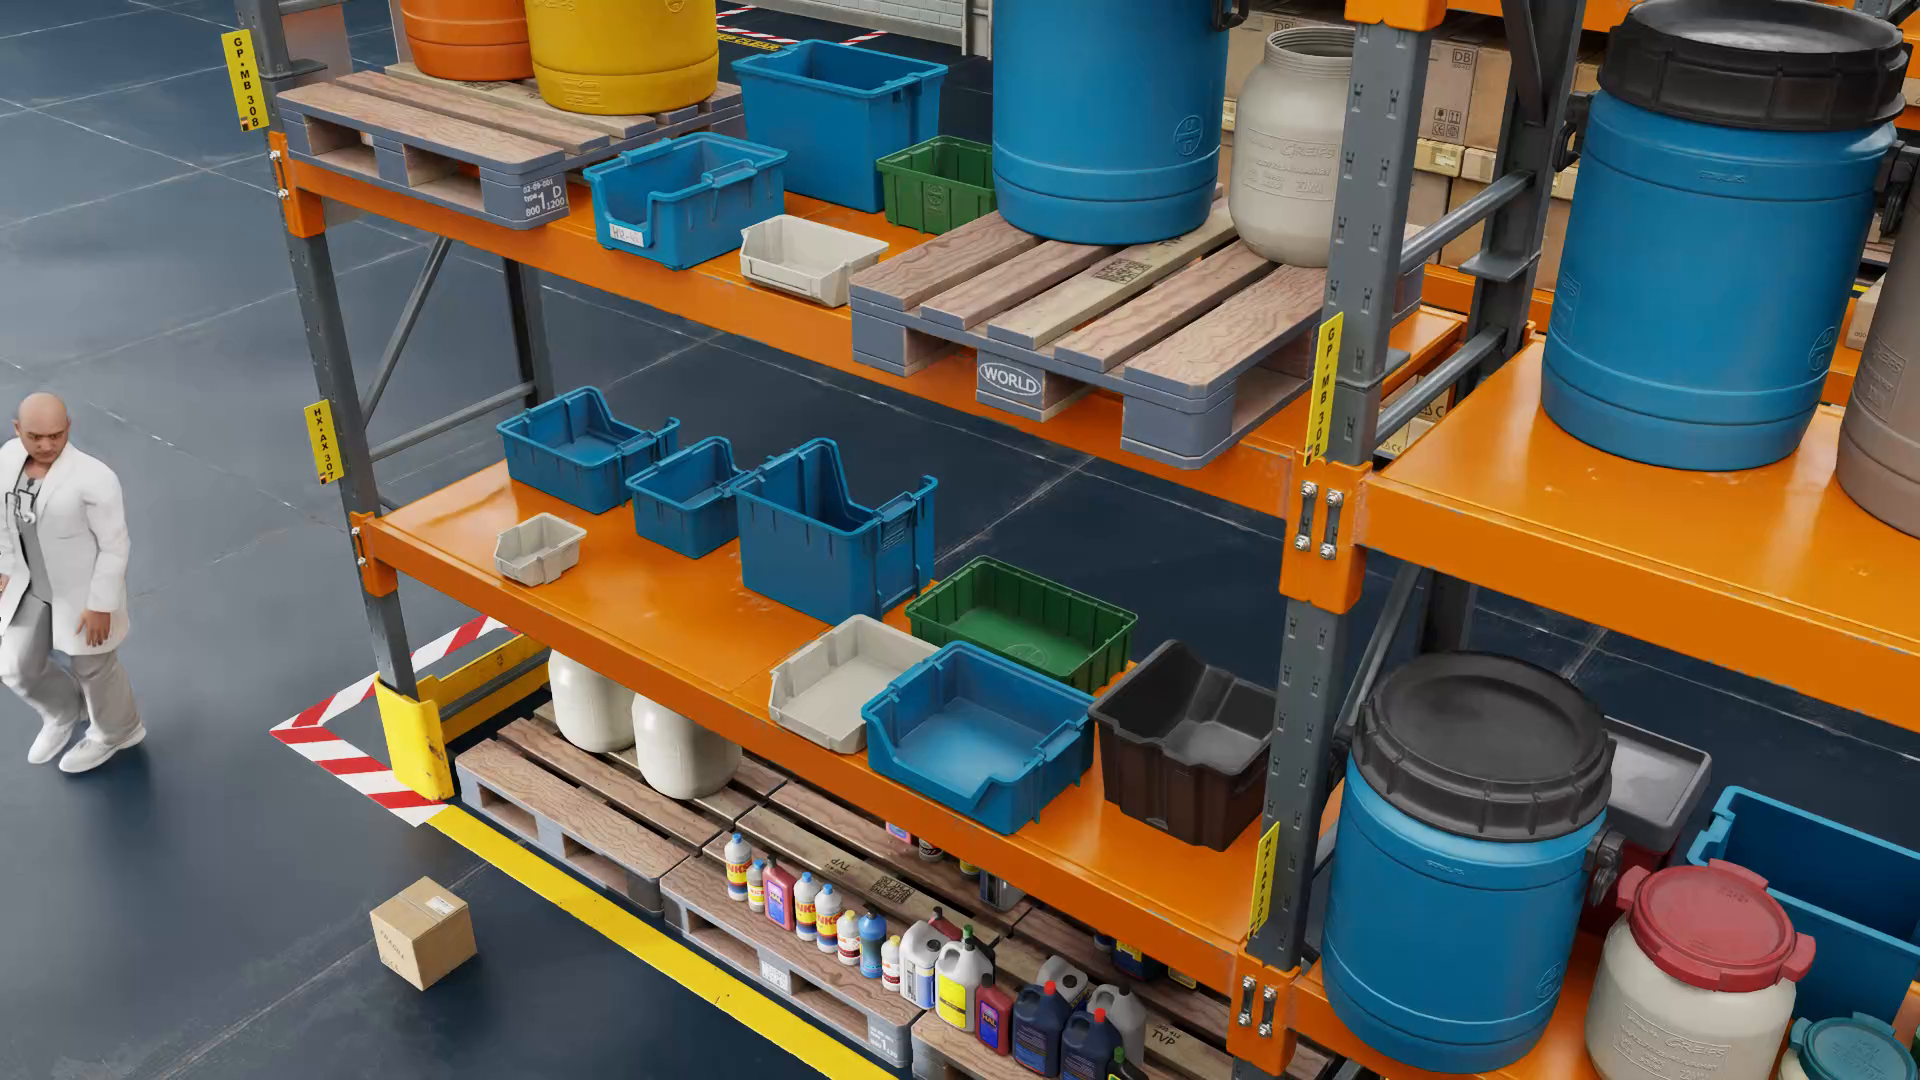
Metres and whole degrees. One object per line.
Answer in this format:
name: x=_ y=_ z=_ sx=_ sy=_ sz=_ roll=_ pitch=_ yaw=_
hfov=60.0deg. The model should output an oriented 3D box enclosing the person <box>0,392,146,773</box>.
person: x=-3.646 y=0.218 z=6.742 sx=0.693 sy=1.766 sz=0.466 roll=10 pitch=32 yaw=16
